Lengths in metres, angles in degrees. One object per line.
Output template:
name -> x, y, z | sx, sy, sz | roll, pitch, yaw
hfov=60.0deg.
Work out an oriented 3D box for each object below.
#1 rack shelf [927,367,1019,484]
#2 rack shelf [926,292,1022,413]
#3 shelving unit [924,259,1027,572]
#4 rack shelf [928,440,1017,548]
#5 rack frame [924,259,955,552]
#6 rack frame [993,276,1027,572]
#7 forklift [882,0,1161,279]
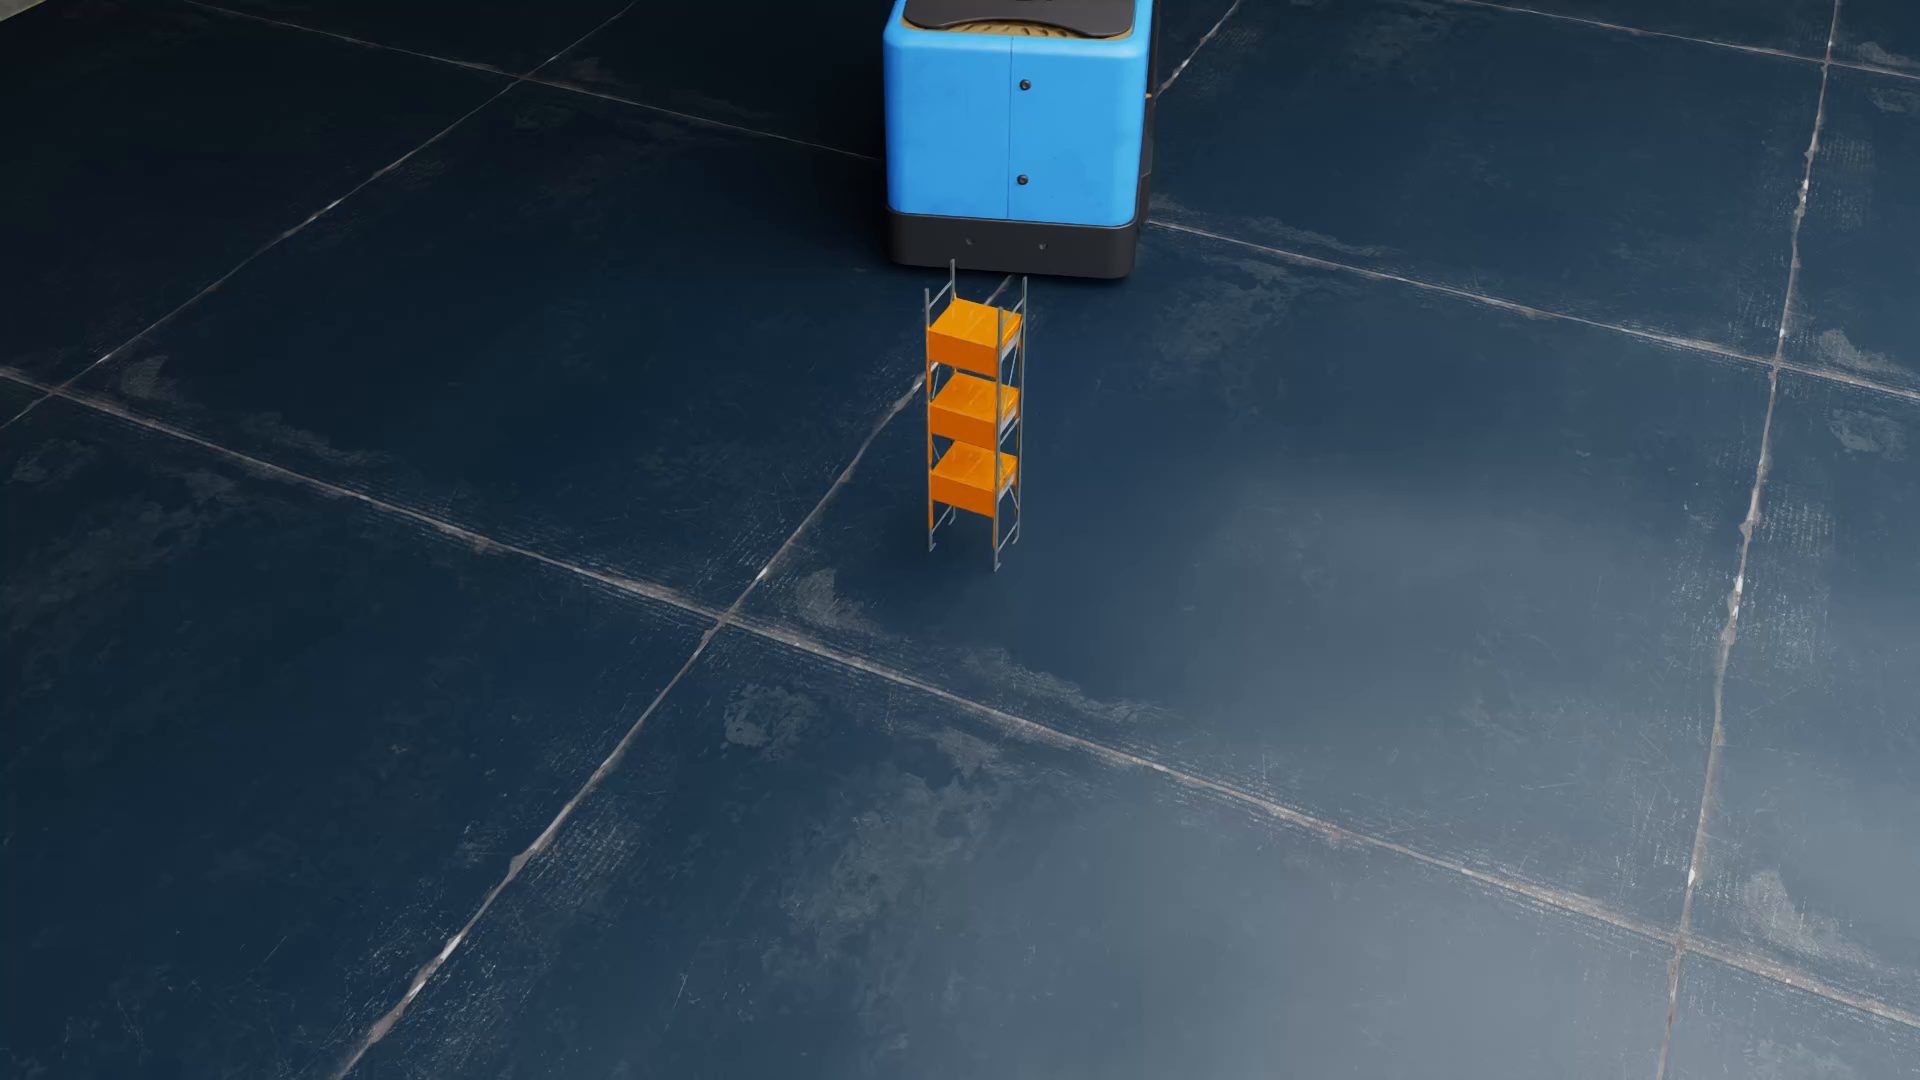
rack shelf -> 0.048, -0.374, 5.396 | 0.240, 0.259, 0.215 | 17, 44, 19
rack shelf -> 0.048, -0.588, 5.210 | 0.240, 0.259, 0.215 | 17, 44, 19
shelving unit -> 0.048, -0.382, 5.389 | 0.252, 1.050, 0.215 | 17, 44, 19
rack shelf -> 0.048, -0.164, 5.578 | 0.240, 0.259, 0.215 | 17, 44, 19
rack frame -> -0.062, -0.416, 5.428 | 0.008, 1.050, 0.200 | 17, 44, 19
rack frame -> 0.159, -0.348, 5.350 | 0.008, 1.050, 0.200 | 17, 44, 19
forklift -> 0.385, -3.153, 7.150 | 1.130, 2.935, 3.031 | 5, 41, 6
